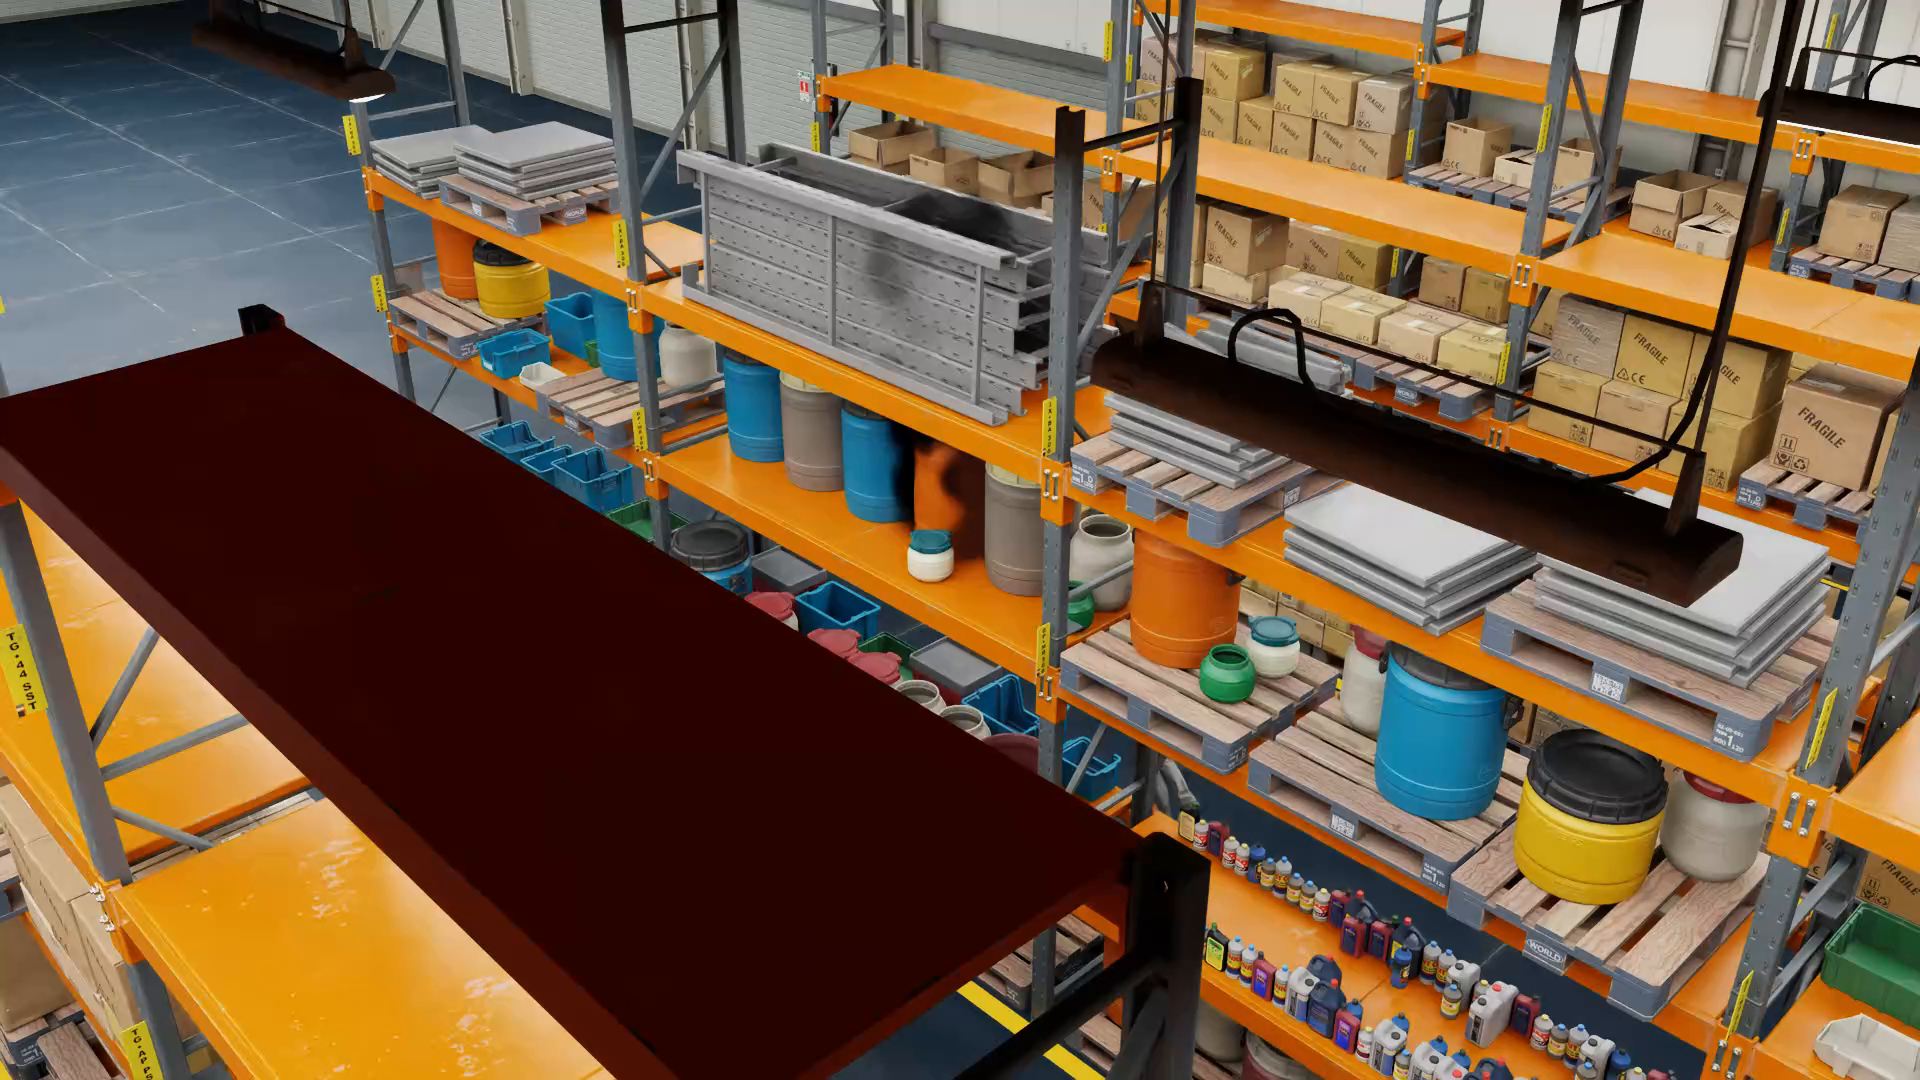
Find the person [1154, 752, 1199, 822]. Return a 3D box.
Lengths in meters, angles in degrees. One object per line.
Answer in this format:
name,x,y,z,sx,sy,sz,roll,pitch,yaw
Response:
person,1.489,1.358,11.959,0.526,1.660,0.614,24,36,37
